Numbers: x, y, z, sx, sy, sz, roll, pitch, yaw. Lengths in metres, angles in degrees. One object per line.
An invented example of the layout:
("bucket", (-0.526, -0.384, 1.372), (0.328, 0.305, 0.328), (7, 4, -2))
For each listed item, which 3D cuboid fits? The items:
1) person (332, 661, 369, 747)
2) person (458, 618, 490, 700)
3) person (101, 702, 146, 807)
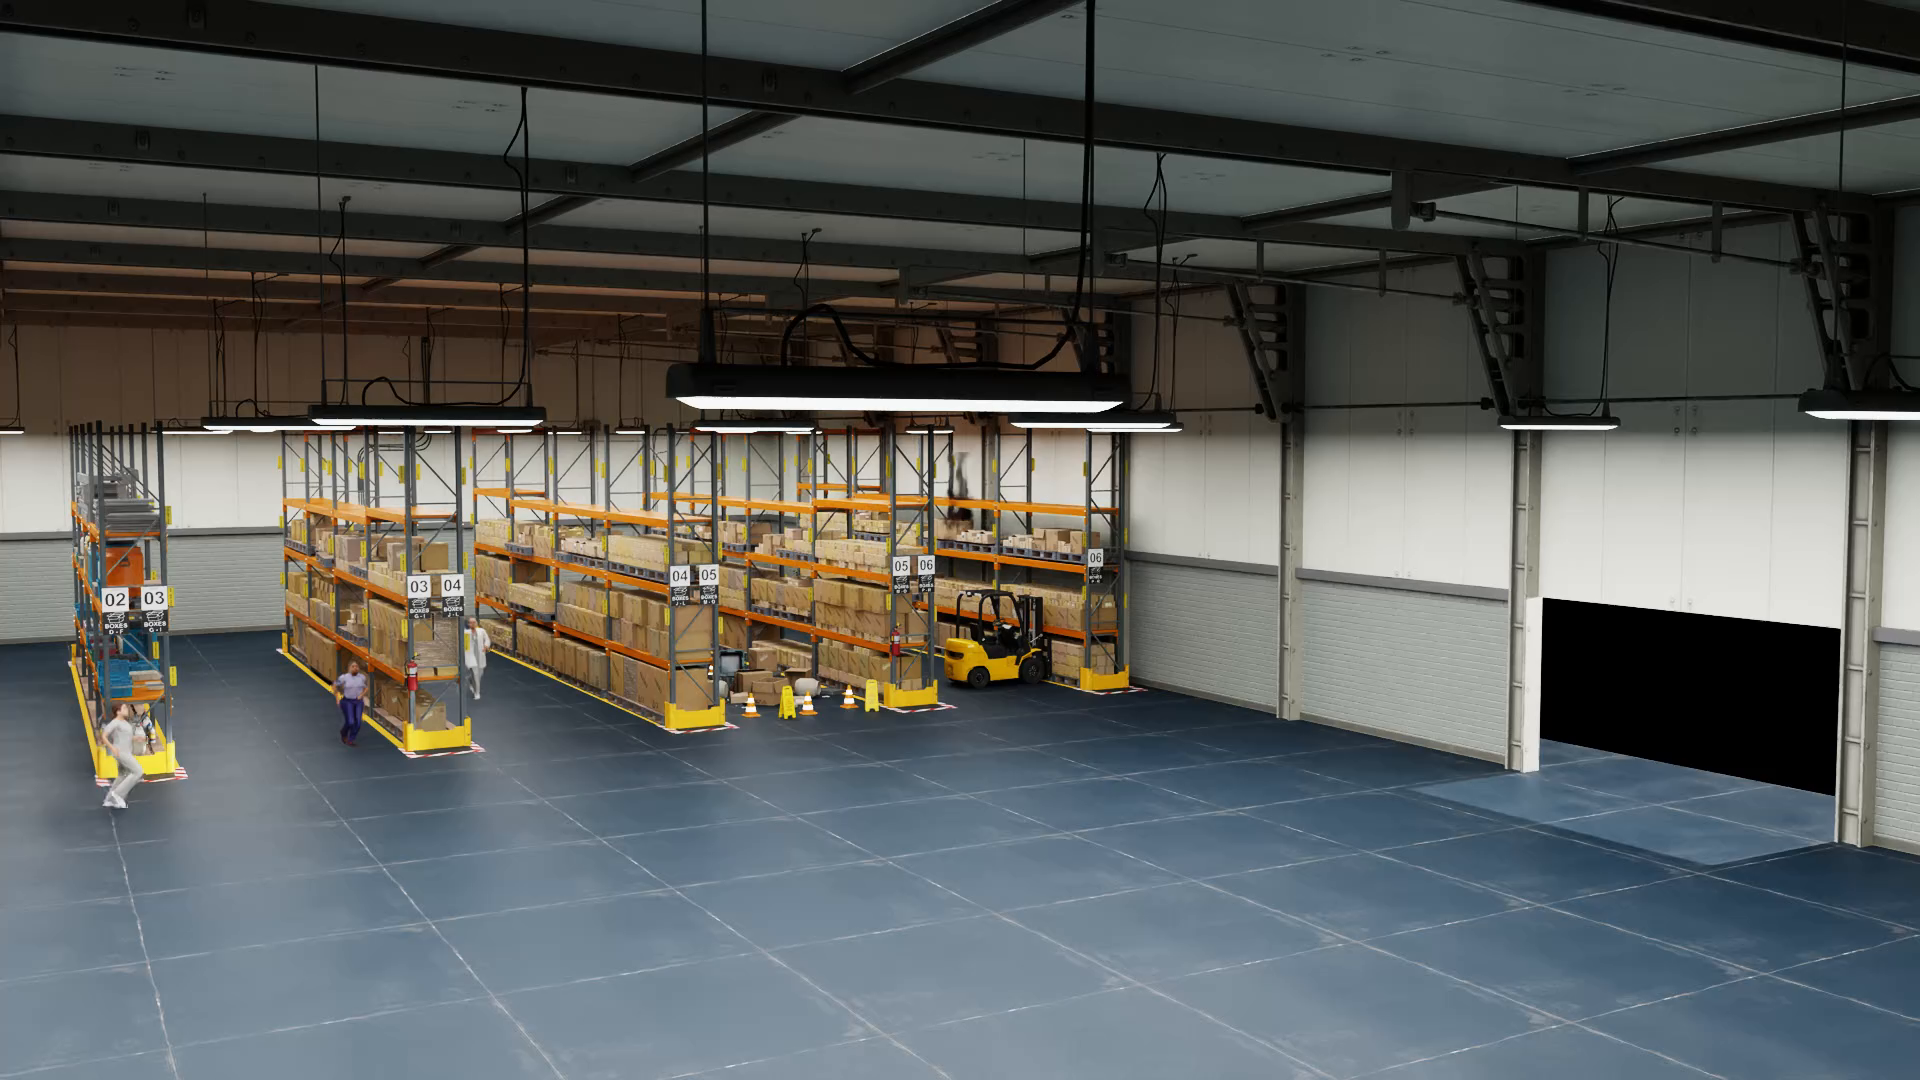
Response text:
("person", (-11.200, 3.027, 30.670), (0.599, 1.584, 0.534), (-3, 5, -41))
("person", (-10.704, 2.590, 36.645), (0.705, 1.772, 0.836), (-2, 4, -30))
("person", (-12.874, 3.301, 25.614), (0.636, 1.634, 0.544), (-1, 4, -13))
